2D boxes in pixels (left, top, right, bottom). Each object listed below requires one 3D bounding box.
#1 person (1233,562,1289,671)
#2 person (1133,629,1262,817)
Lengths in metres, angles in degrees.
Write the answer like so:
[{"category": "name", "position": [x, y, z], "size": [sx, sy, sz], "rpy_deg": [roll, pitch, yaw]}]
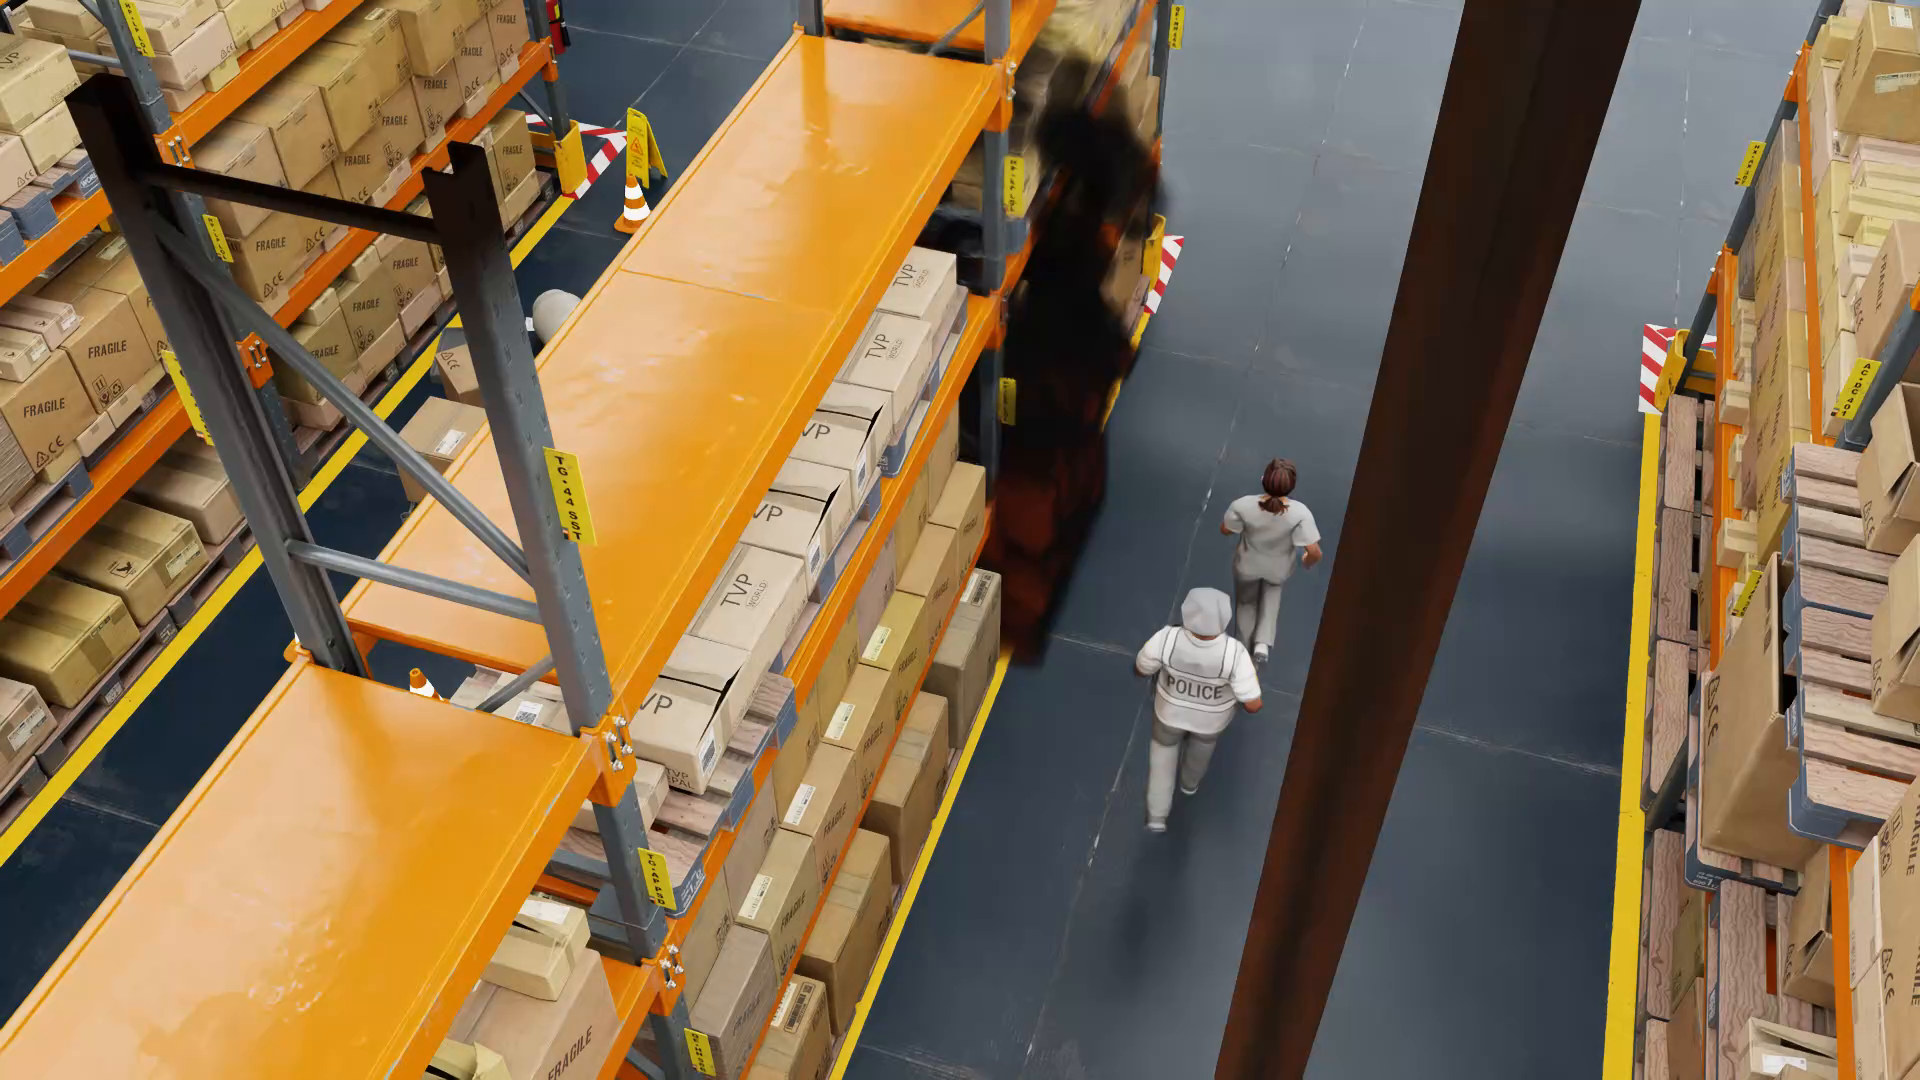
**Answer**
[{"category": "person", "position": [1.734, 0.237, 9.607], "size": [0.344, 1.168, 0.497], "rpy_deg": [7, 46, 7]}, {"category": "person", "position": [5.238, 1.362, 8.267], "size": [8.766, 1.777, 1.436], "rpy_deg": [11, 47, 10]}]
